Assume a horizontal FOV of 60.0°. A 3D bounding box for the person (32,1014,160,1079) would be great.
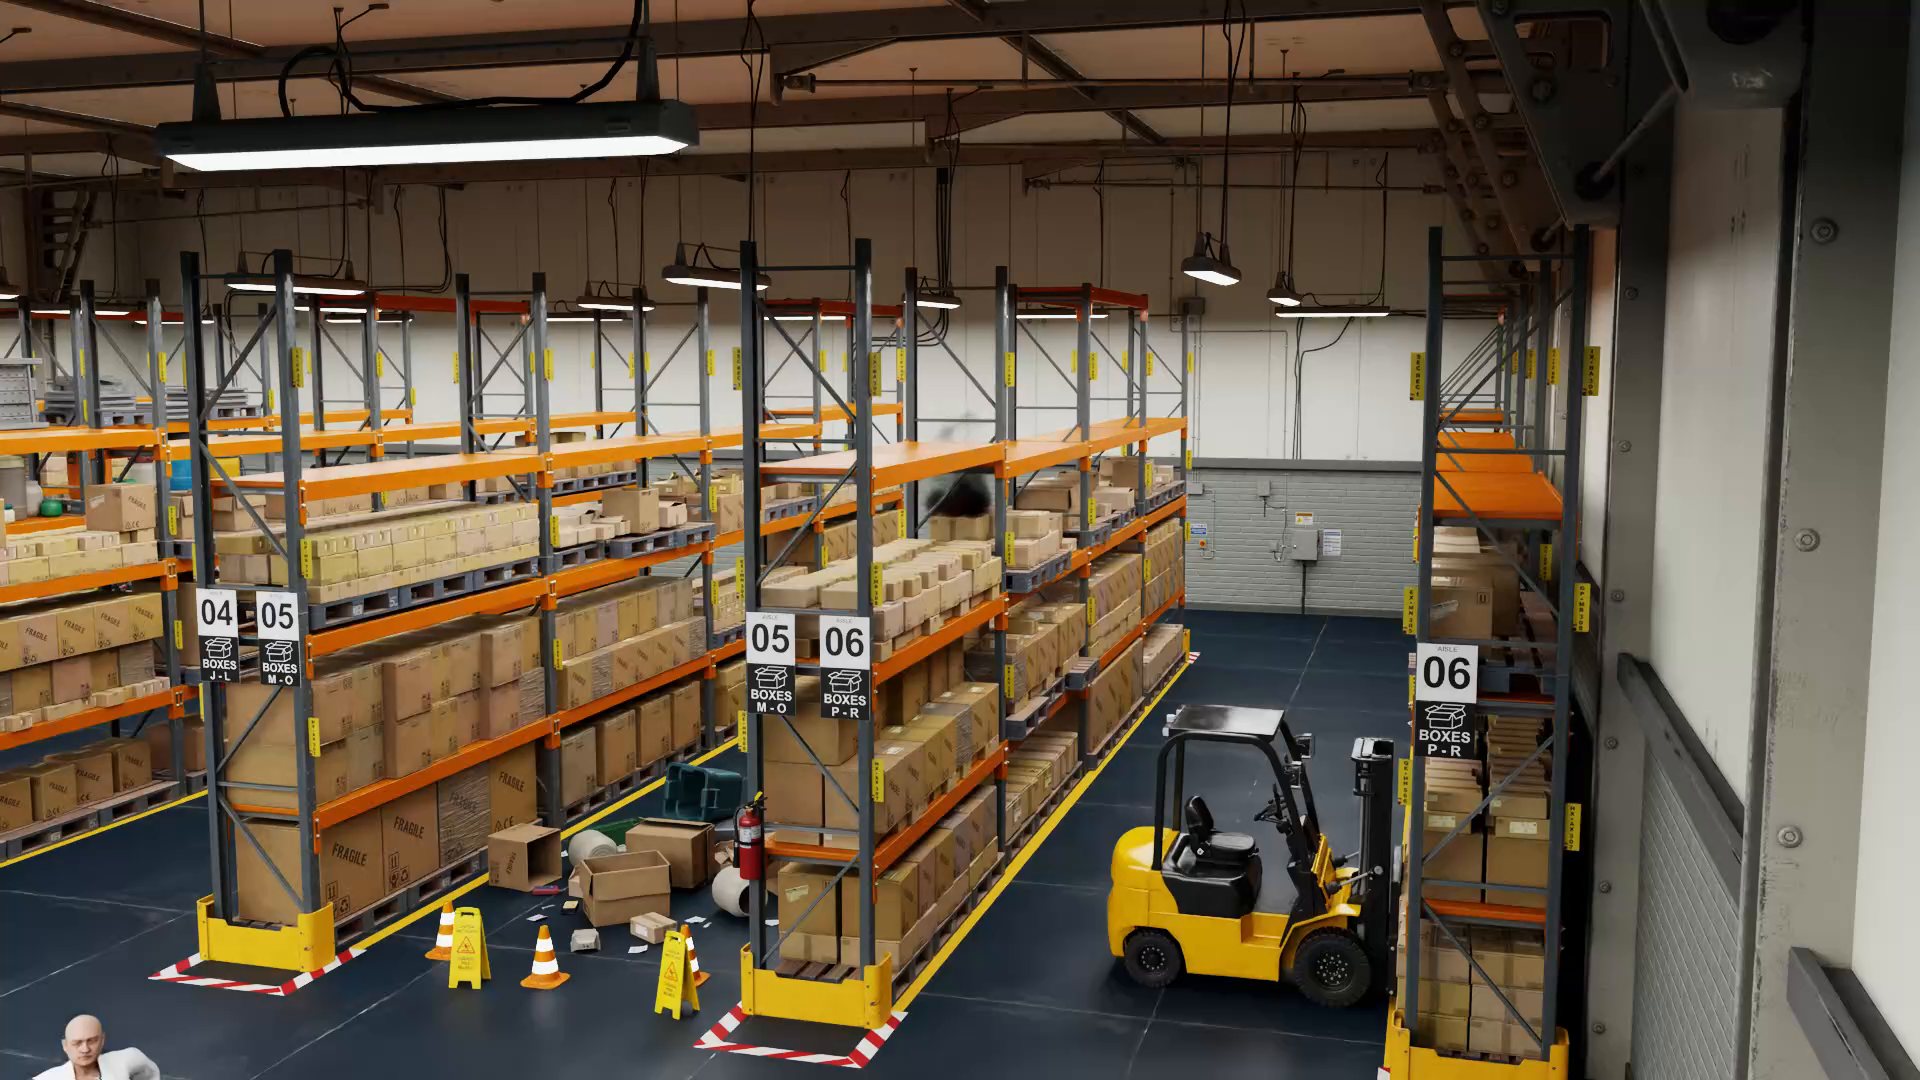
[{"bbox_3d":[-4.468,3.322,8.552,0.705,1.846,0.898,-3,7,-28],"label":"person"}]
